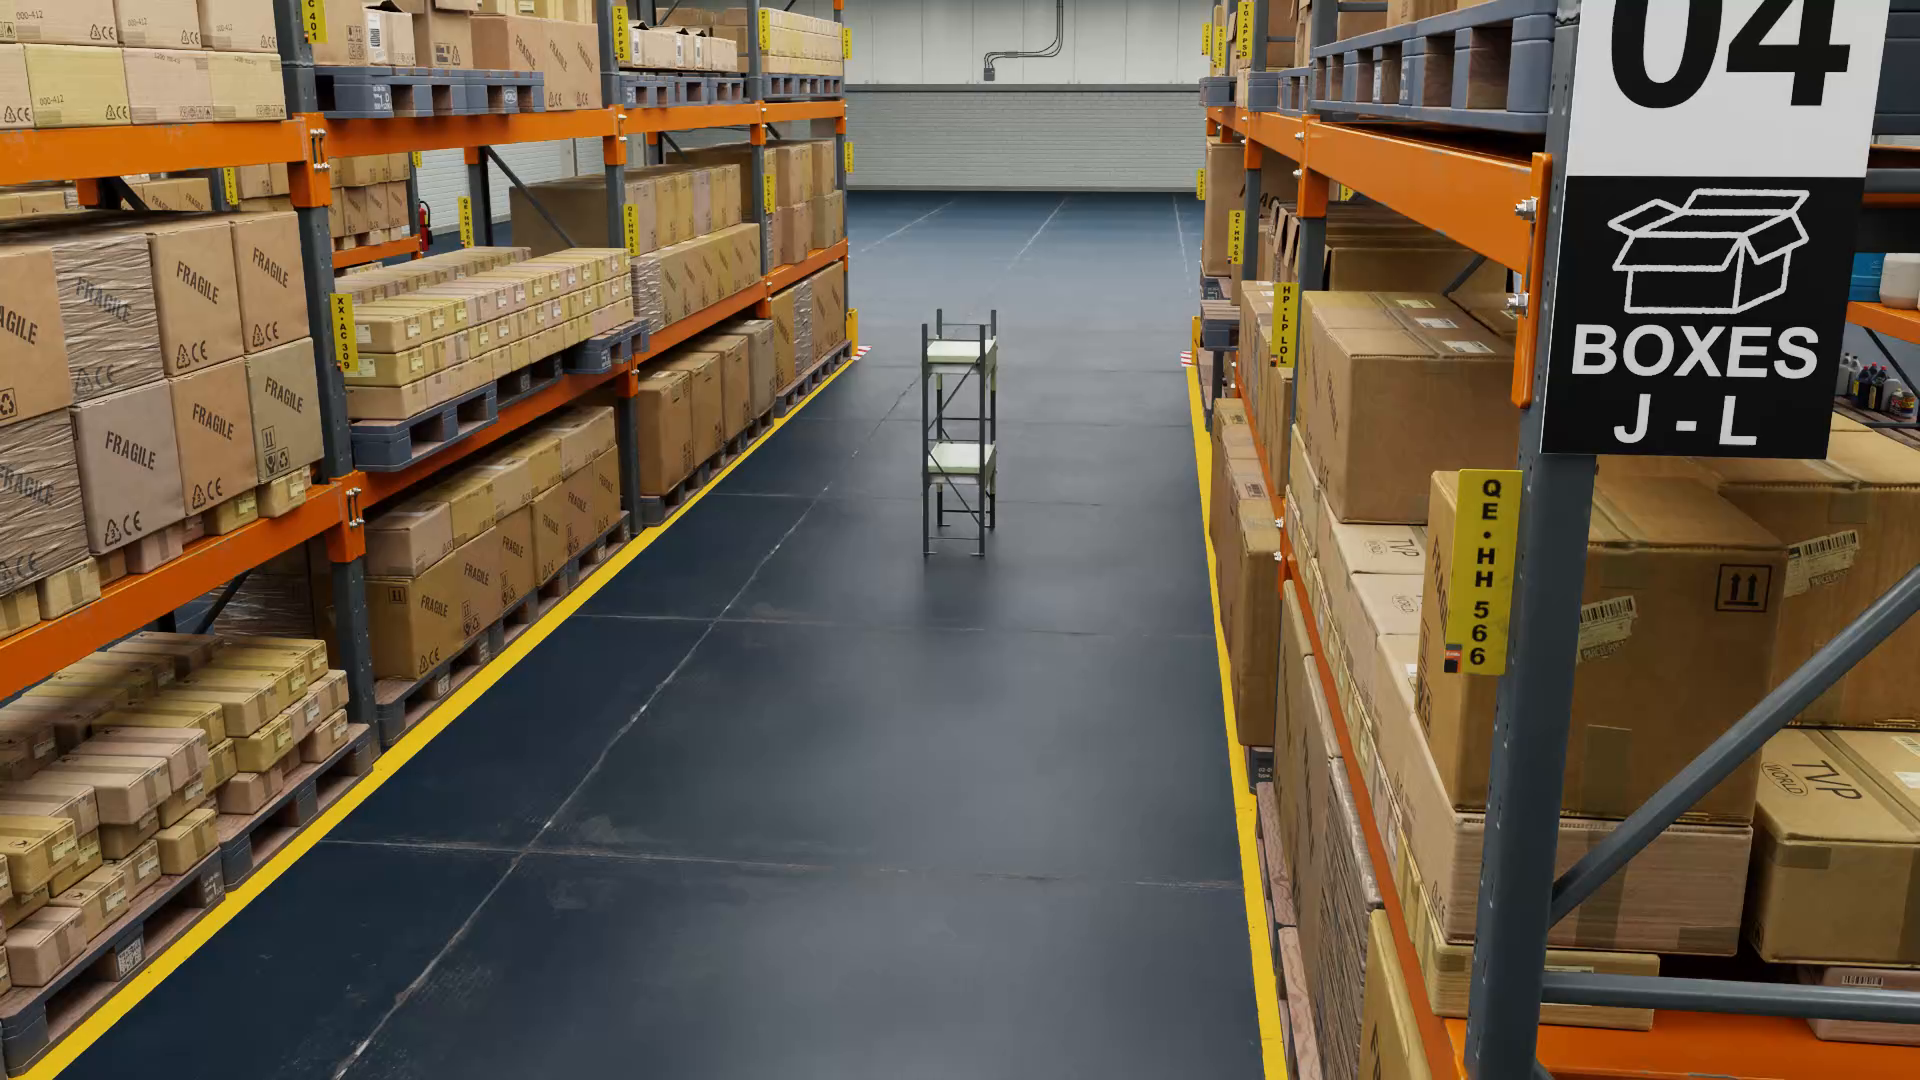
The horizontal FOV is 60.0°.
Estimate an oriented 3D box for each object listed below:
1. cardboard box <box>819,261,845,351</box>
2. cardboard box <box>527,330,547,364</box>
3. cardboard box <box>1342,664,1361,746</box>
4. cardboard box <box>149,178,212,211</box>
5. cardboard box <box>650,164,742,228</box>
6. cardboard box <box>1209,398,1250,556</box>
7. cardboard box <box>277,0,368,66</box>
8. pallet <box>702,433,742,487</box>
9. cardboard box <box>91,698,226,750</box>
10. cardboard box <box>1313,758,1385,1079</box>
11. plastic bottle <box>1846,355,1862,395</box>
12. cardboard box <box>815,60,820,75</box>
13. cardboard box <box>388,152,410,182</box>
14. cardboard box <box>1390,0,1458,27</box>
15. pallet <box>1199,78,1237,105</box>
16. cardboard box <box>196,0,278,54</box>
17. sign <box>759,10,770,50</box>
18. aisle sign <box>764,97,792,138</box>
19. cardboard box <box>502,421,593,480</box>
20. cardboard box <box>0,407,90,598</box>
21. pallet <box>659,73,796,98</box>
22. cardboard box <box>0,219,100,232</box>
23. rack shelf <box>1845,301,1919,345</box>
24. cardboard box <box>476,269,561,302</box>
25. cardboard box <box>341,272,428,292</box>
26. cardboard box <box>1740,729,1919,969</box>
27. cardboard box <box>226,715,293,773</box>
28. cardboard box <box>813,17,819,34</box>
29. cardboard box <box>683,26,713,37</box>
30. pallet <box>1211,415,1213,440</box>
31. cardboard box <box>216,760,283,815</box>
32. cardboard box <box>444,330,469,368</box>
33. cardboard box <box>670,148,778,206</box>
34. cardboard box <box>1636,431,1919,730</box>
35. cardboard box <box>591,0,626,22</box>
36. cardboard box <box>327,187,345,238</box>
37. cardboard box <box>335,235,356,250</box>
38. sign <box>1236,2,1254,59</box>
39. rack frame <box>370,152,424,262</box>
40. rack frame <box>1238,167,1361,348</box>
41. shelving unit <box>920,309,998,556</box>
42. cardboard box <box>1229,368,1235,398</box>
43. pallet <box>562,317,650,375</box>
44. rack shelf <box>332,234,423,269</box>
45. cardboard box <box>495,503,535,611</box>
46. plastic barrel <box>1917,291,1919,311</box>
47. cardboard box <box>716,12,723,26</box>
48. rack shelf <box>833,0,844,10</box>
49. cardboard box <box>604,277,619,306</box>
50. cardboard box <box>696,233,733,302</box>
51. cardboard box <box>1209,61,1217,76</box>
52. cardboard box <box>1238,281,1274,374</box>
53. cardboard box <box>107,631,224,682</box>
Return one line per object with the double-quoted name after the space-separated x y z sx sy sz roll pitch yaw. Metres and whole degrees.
-1.780 -2.576 18.210 0.875 0.875 0.875 2 15 7 "cardboard box"
-2.448 -1.039 8.935 0.380 0.149 0.250 1 15 4 "cardboard box"
1.198 0.432 4.300 0.380 0.149 0.250 2 15 6 "cardboard box"
-6.974 -2.927 14.676 0.500 0.500 0.500 1 15 5 "cardboard box"
-2.270 -2.942 14.188 0.700 0.500 0.500 1 15 5 "cardboard box"
2.147 -0.329 9.897 1.225 0.875 0.875 1 15 4 "cardboard box"
-2.971 -2.259 7.027 0.700 0.500 0.500 2 15 6 "cardboard box"
-2.368 -0.674 13.250 1.003 0.211 1.213 2 15 6 "pallet"
-3.022 0.719 6.276 0.380 0.149 0.250 2 15 8 "cardboard box"
1.438 1.163 4.379 0.875 0.875 0.875 2 15 6 "cardboard box"
8.191 -1.512 15.238 0.144 0.351 0.185 2 15 6 "plastic bottle"
-1.614 -4.729 16.644 0.380 0.149 0.250 2 15 7 "cardboard box"
-6.539 -4.232 18.391 0.700 0.500 0.500 1 15 5 "cardboard box"
1.500 -1.564 4.267 0.700 0.500 0.500 2 15 9 "cardboard box"
2.521 -3.568 13.223 1.213 0.211 1.003 2 15 6 "pallet"
-2.922 -1.955 6.227 0.500 0.250 0.500 1 15 4 "cardboard box"
-1.680 -4.376 14.258 0.100 0.325 0.005 2 15 6 "sign"
-2.059 -4.859 18.406 0.394 0.787 0.004 2 15 6 "aisle sign"
-2.534 -0.544 9.975 0.500 0.250 0.500 2 15 7 "cardboard box"
-3.095 -0.126 5.121 0.500 0.500 0.500 1 15 5 "cardboard box"
-2.118 -4.157 15.212 1.003 0.211 1.213 2 15 6 "pallet"
-3.459 -0.895 6.047 0.500 0.500 0.500 1 15 5 "cardboard box"
7.392 -1.356 11.807 1.077 0.370 4.000 2 15 6 "rack shelf"
-2.420 -1.395 9.112 0.380 0.149 0.250 2 15 9 "cardboard box"
-3.095 -1.351 8.950 0.380 0.149 0.250 1 15 5 "cardboard box"
1.665 0.557 3.073 0.500 0.250 0.500 1 15 5 "cardboard box"
-2.874 0.797 6.557 0.380 0.149 0.250 1 15 4 "cardboard box"
-1.614 -5.113 16.535 0.380 0.149 0.250 1 15 5 "cardboard box"
-2.420 -4.445 14.830 0.500 0.250 0.500 2 15 6 "cardboard box"
2.610 -0.819 13.788 1.003 0.211 1.213 2 15 6 "pallet"
-2.907 0.956 6.538 0.380 0.149 0.250 1 15 4 "cardboard box"
-2.566 -0.913 7.898 0.380 0.149 0.250 2 15 8 "cardboard box"
-2.198 -3.374 15.538 0.875 0.550 0.550 2 15 6 "cardboard box"
1.721 0.065 3.454 0.500 0.500 0.500 1 15 5 "cardboard box"
-2.754 -3.709 12.197 0.500 0.500 0.500 2 15 6 "cardboard box"
-6.683 -3.350 17.041 0.500 0.500 0.500 2 15 7 "cardboard box"
-6.603 -3.138 17.503 0.380 0.149 0.250 2 15 6 "cardboard box"
1.706 -3.044 9.936 0.100 0.325 0.005 2 15 6 "sign"
-6.699 -3.697 19.087 1.000 3.000 0.127 2 15 6 "rack frame"
2.245 -1.330 10.334 1.000 3.000 0.127 2 15 6 "rack frame"
0.001 -0.726 10.973 0.431 1.500 0.755 2 15 6 "shelving unit"
2.533 -1.091 13.398 0.700 0.500 0.500 2 15 6 "cardboard box"
-2.646 -1.222 10.301 1.213 0.211 1.003 2 15 6 "pallet"
-6.924 -2.831 17.263 1.077 0.370 4.000 2 15 6 "rack shelf"
-2.672 0.082 9.098 0.500 0.500 0.500 2 15 7 "cardboard box"
7.316 -1.816 12.397 0.301 0.262 0.301 0 15 0 "plastic barrel"
-2.410 -4.802 15.386 0.380 0.149 0.250 2 15 7 "cardboard box"
-1.995 -5.414 16.090 1.077 0.370 4.000 2 15 6 "rack shelf"
-2.303 -1.517 10.131 0.380 0.149 0.250 2 15 8 "cardboard box"
-2.128 -2.183 13.296 0.500 0.500 0.500 2 15 7 "cardboard box"
2.762 -4.844 17.107 0.380 0.149 0.250 2 15 7 "cardboard box"
1.920 -1.260 9.885 0.500 0.500 0.500 2 15 8 "cardboard box"
-3.368 0.505 7.067 0.380 0.149 0.250 2 15 9 "cardboard box"
